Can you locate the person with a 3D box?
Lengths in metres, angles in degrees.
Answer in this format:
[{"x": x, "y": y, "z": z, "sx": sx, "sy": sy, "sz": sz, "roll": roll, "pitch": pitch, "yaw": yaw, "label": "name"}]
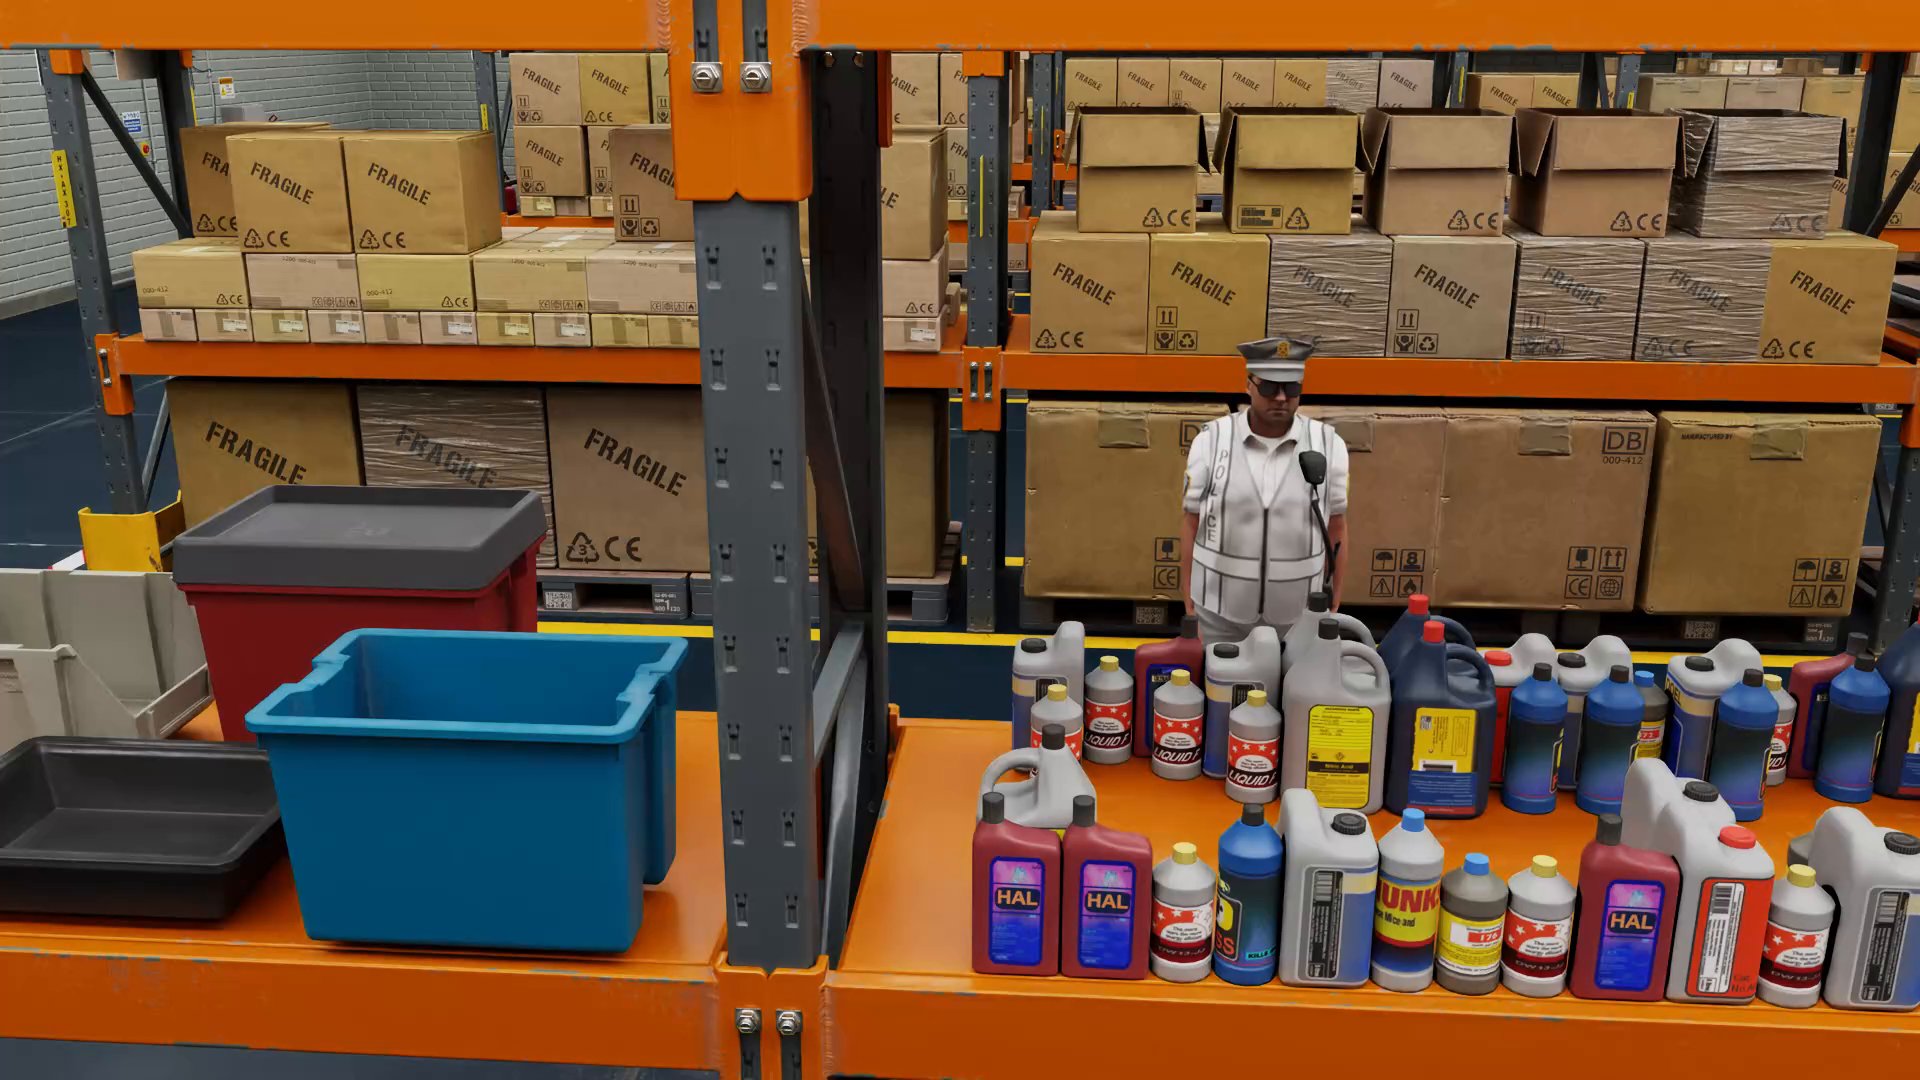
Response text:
[{"x": 0.966, "y": 0.233, "z": 5.332, "sx": 0.531, "sy": 1.800, "sz": 0.447, "roll": 2, "pitch": 17, "yaw": 5, "label": "person"}]
